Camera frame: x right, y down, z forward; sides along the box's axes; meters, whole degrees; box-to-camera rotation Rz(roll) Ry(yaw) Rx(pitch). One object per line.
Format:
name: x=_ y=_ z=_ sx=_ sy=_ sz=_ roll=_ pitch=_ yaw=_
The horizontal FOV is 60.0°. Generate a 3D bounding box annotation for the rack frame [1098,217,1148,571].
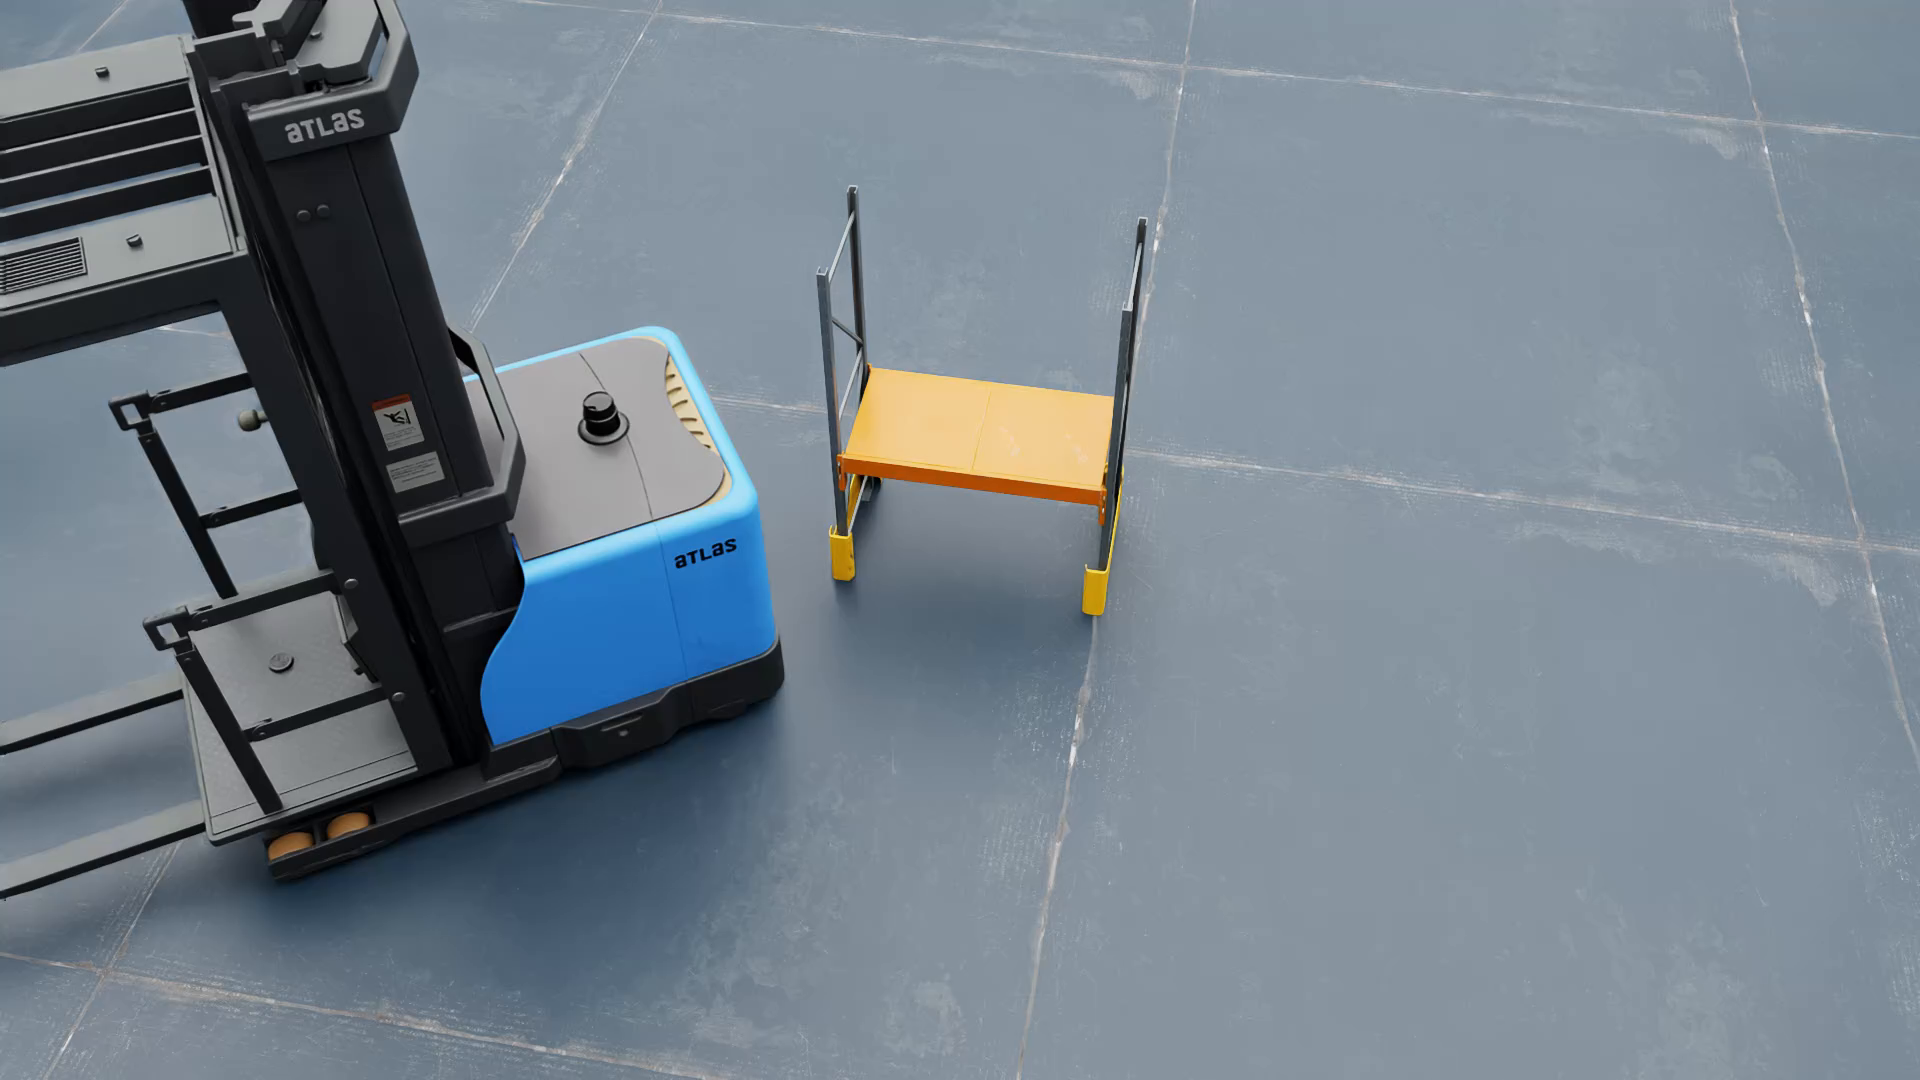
rack frame: x=0.584 y=-0.423 z=6.094 sx=0.032 sy=1.500 sz=0.500 roll=8 pitch=49 yaw=7

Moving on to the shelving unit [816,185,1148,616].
shelving unit: x=0.075 y=-0.491 z=6.155 sx=1.083 sy=1.500 sz=0.587 roll=8 pitch=49 yaw=7

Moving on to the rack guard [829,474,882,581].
rack guard: x=-0.415 y=-0.139 z=6.679 sx=0.087 sy=0.250 sz=0.587 roll=8 pitch=49 yaw=7

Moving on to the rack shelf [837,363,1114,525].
rack shelf: x=0.084 y=-0.370 z=6.288 sx=1.000 sy=0.185 sz=0.538 roll=8 pitch=49 yaw=7

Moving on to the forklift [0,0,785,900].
forklift: x=-2.212 y=-0.277 z=5.000 sx=3.031 sy=2.935 sz=1.130 roll=-19 pitch=51 yaw=-16

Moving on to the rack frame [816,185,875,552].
rack frame: x=-0.416 y=-0.557 z=6.214 sx=0.032 sy=1.500 sz=0.500 roll=8 pitch=49 yaw=7

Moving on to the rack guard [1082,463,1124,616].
rack guard: x=0.565 y=-0.008 z=6.561 sx=0.087 sy=0.250 sz=0.587 roll=8 pitch=49 yaw=7
